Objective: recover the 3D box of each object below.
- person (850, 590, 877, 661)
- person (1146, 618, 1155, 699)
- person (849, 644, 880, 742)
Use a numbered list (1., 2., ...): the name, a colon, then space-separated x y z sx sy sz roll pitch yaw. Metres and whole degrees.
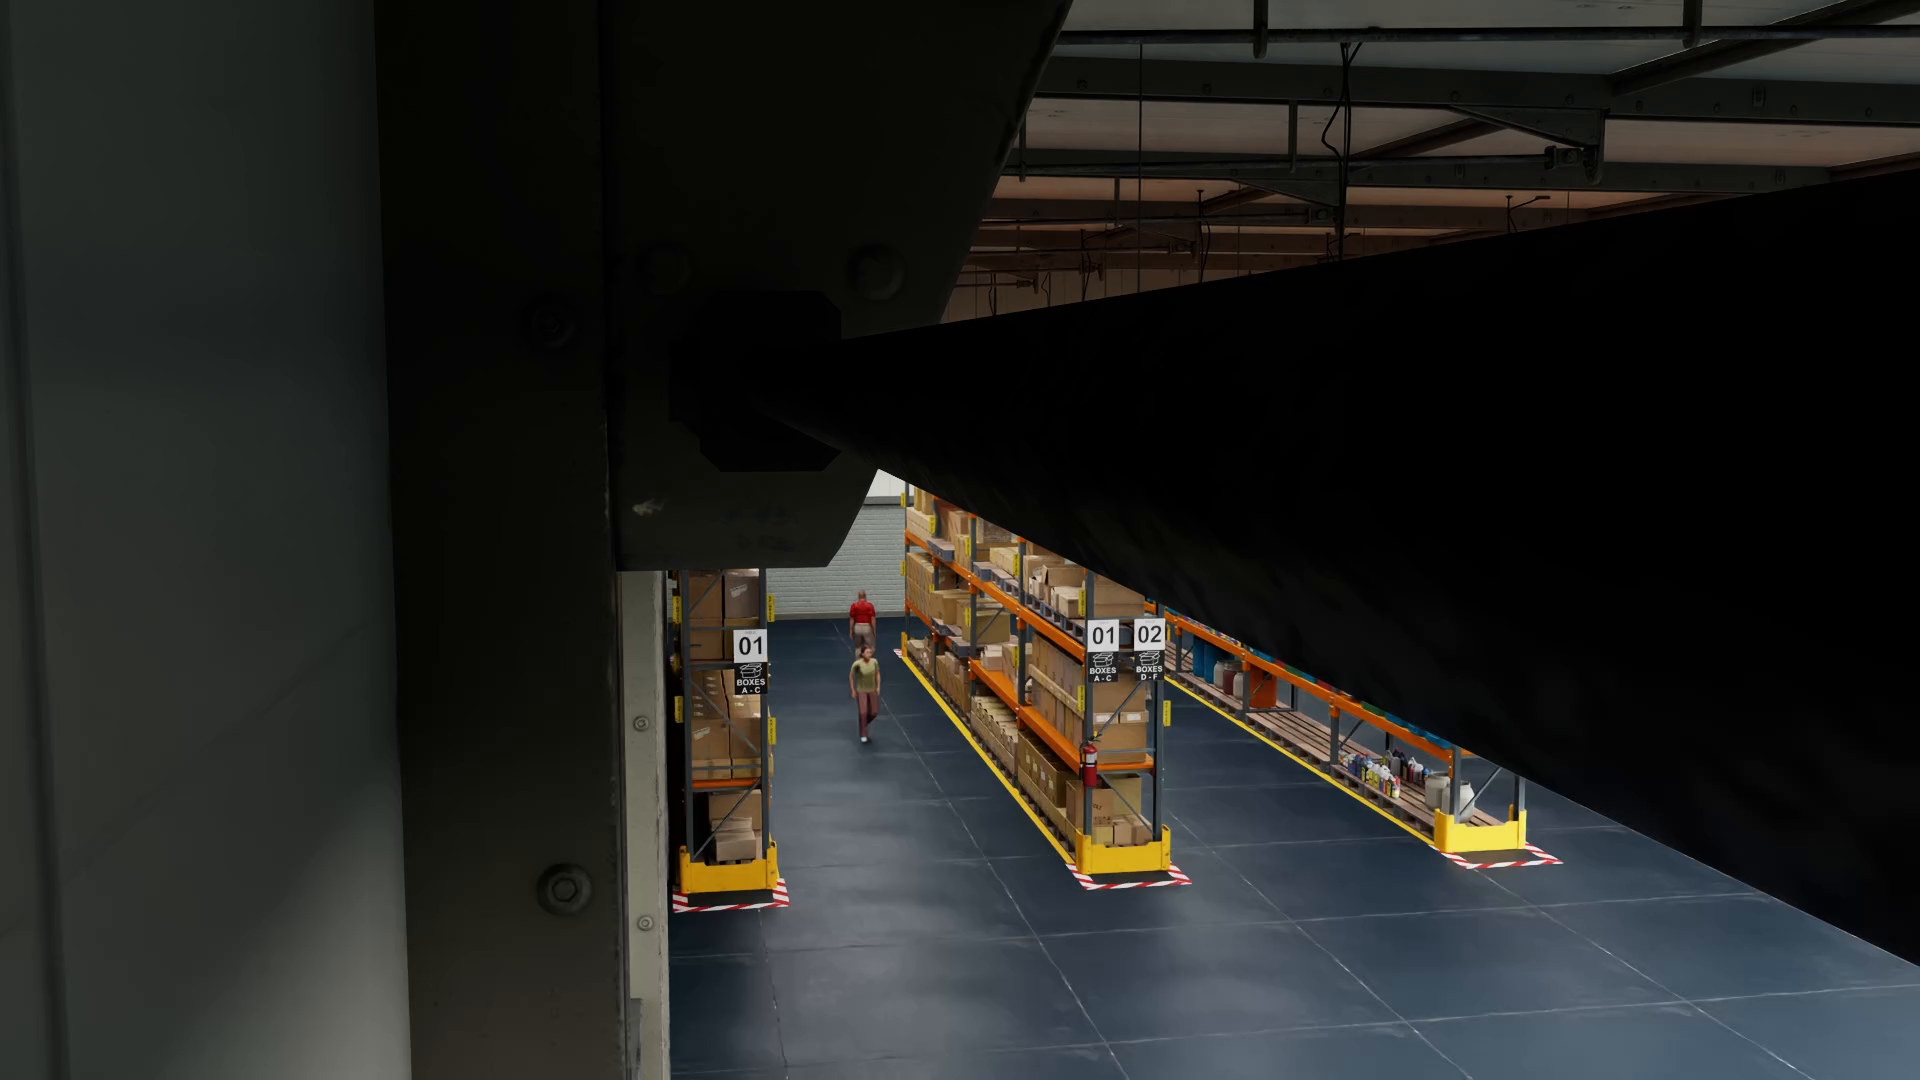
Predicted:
1. person: -2.012 1.903 34.484 0.576 1.723 0.533 1 6 14
2. person: 3.635 2.243 31.365 0.500 1.634 0.880 0 6 2
3. person: -1.634 2.581 28.361 0.545 1.654 0.600 -3 6 -24
